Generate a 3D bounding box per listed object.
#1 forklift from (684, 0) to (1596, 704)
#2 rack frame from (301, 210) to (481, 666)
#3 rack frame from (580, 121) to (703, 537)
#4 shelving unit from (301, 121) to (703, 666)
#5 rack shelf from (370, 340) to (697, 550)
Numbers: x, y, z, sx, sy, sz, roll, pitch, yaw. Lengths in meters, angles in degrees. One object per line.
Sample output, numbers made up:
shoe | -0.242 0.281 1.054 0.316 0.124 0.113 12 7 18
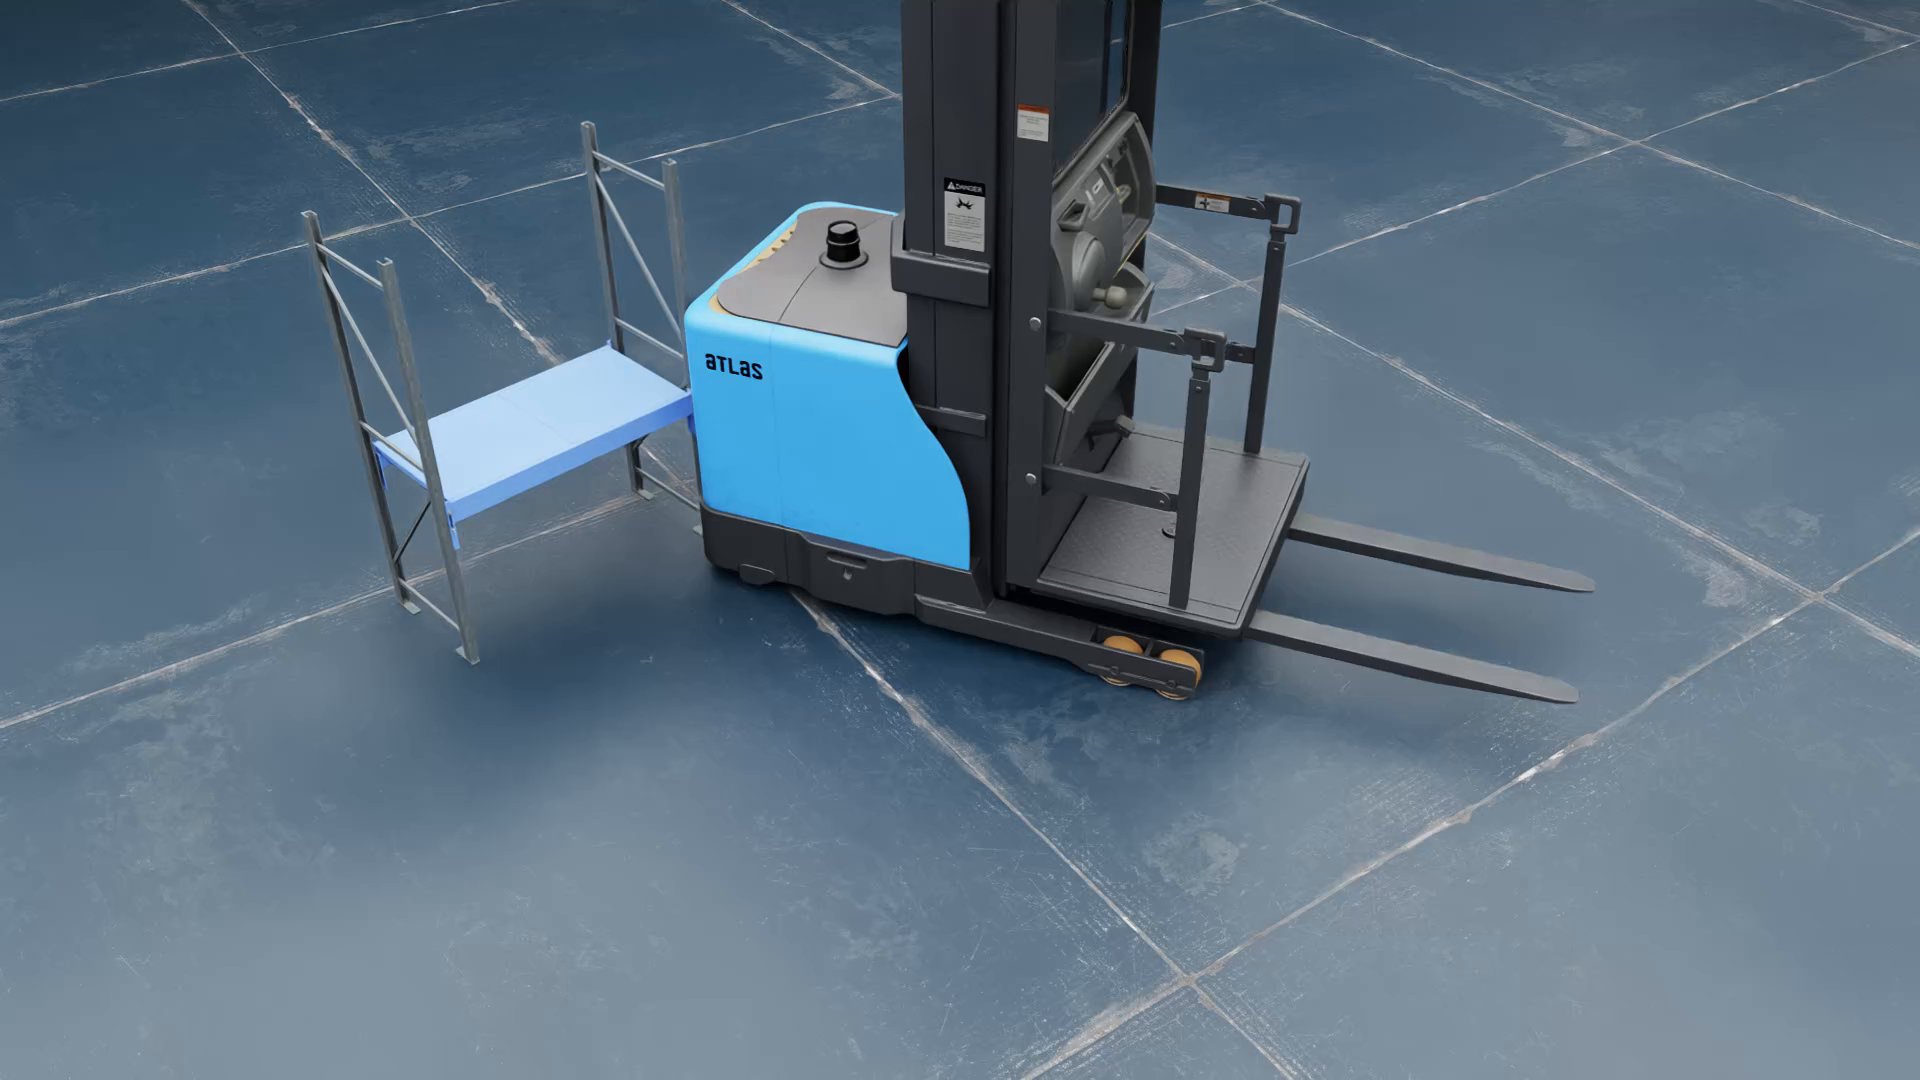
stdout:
forklift | 0.639 -1.013 5.149 3.031 2.935 1.130 13 38 18
rack frame | -1.822 -0.290 5.369 0.032 1.500 0.500 -30 45 -35
rack frame | -1.103 -0.710 5.953 0.032 1.500 0.500 -30 45 -35
shelving unit | -1.463 -0.500 5.661 1.048 1.500 0.538 -30 45 -35
rack shelf | -1.463 -0.354 5.766 1.000 0.185 0.538 -30 45 -35
